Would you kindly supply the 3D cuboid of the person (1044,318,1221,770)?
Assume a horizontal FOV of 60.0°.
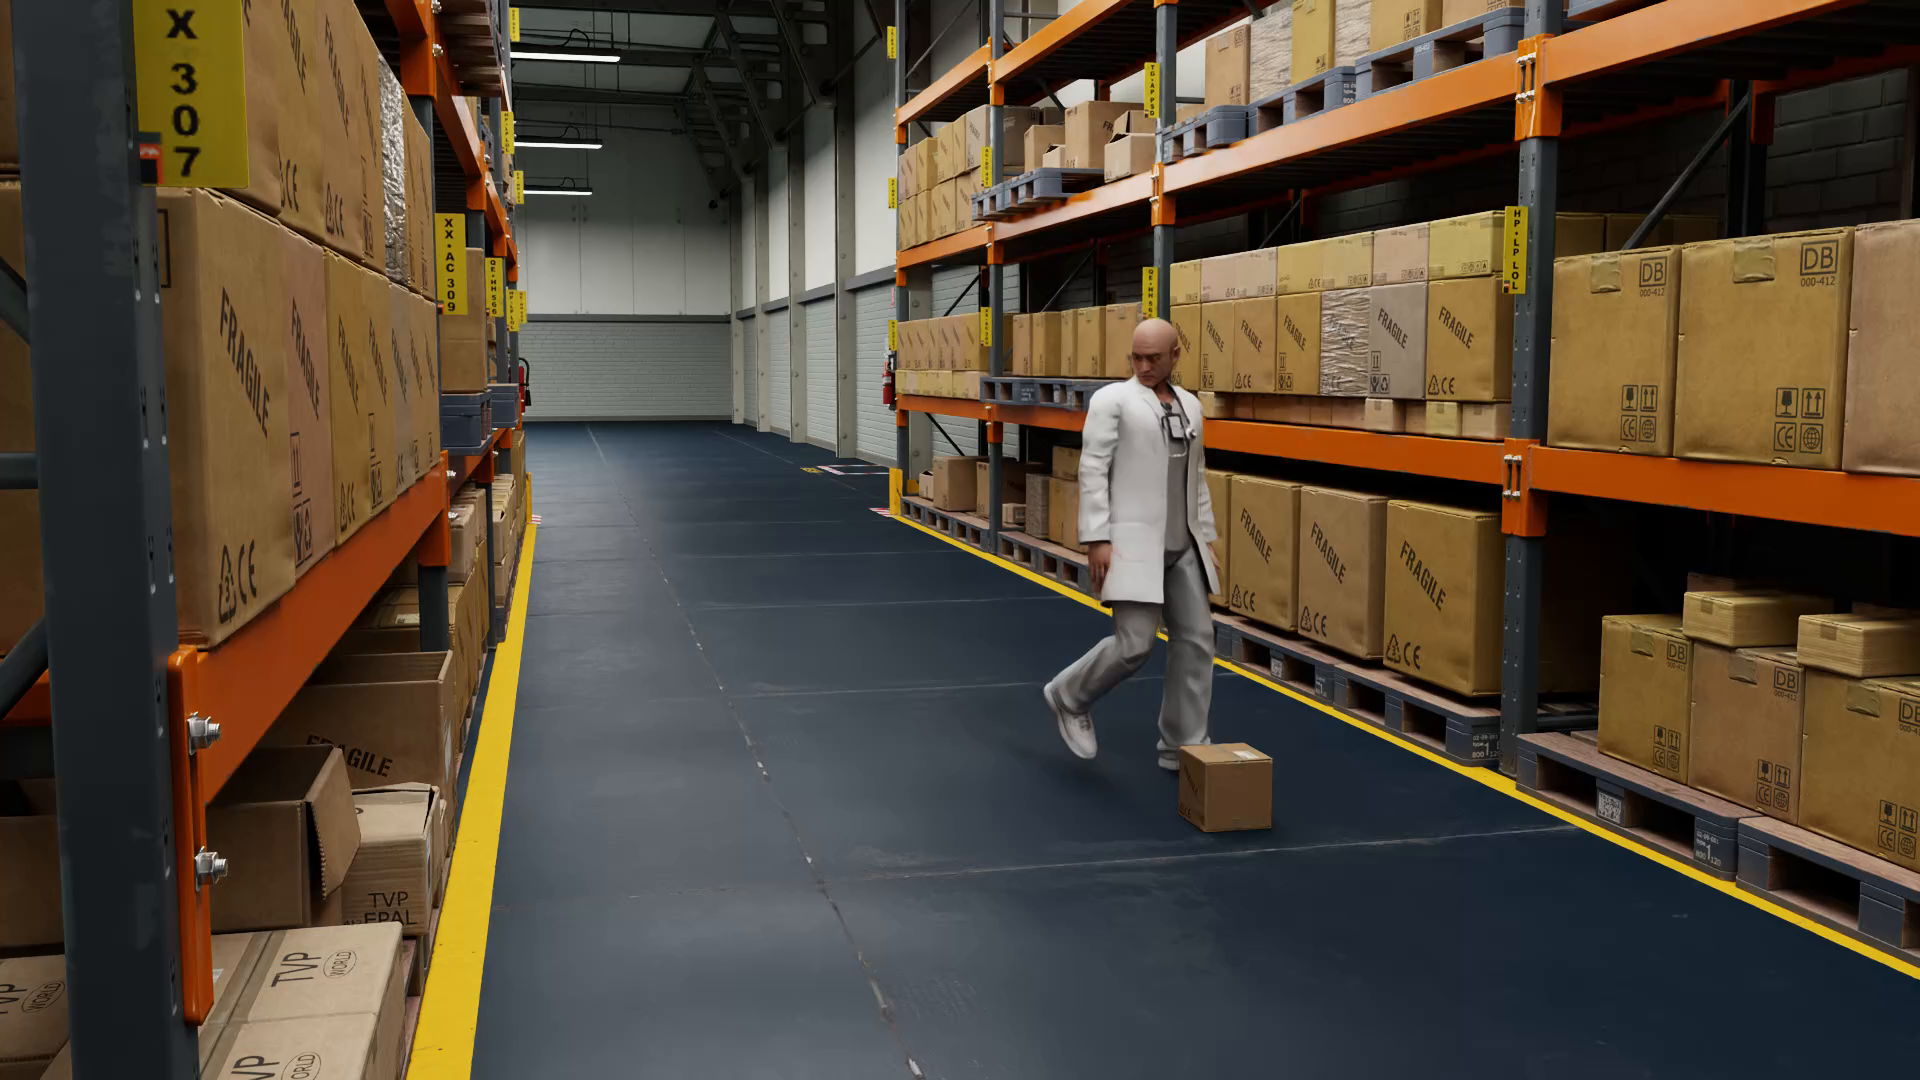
[{"bbox_3d":[0.724,0.025,6.477,0.645,1.762,0.743,-5,8,-37],"label":"person"}]
